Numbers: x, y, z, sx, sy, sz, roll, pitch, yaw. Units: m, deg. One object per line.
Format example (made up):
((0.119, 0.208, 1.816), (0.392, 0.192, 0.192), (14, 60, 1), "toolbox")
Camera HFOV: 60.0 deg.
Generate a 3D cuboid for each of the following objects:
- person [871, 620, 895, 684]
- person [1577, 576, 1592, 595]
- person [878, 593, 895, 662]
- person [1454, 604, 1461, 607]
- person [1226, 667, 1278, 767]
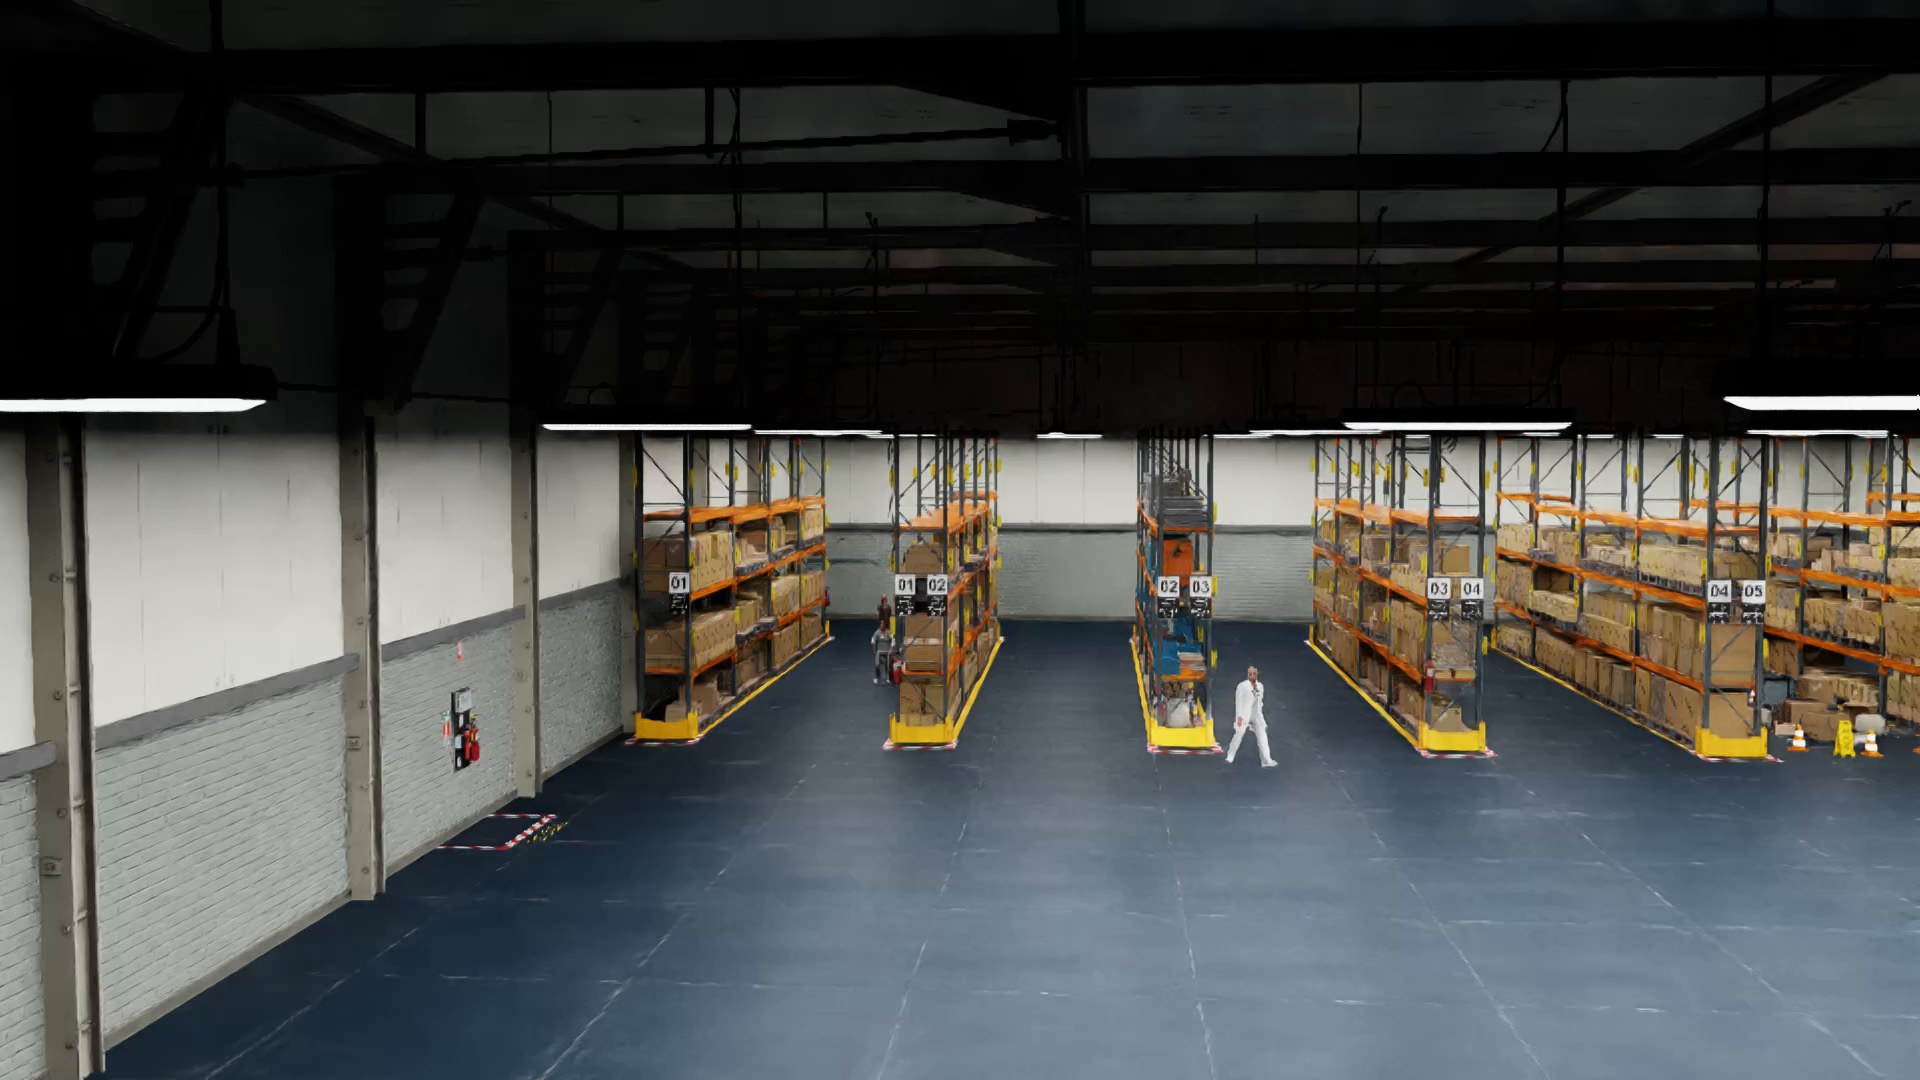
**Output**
((-1.801, 2.615, 39.007), (0.566, 1.541, 0.519), (0, 3, 2), "person")
((18.709, 1.854, 49.827), (0.583, 1.761, 0.568), (3, 5, 41), "person")
((-1.926, 2.263, 42.775), (0.514, 1.778, 0.626), (-1, 4, -23), "person")
((13.567, 2.206, 45.090), (0.639, 1.632, 0.512), (0, 3, 3), "person")
((5.072, 3.094, 29.163), (0.615, 1.749, 1.013), (-1, 4, -21), "person")
